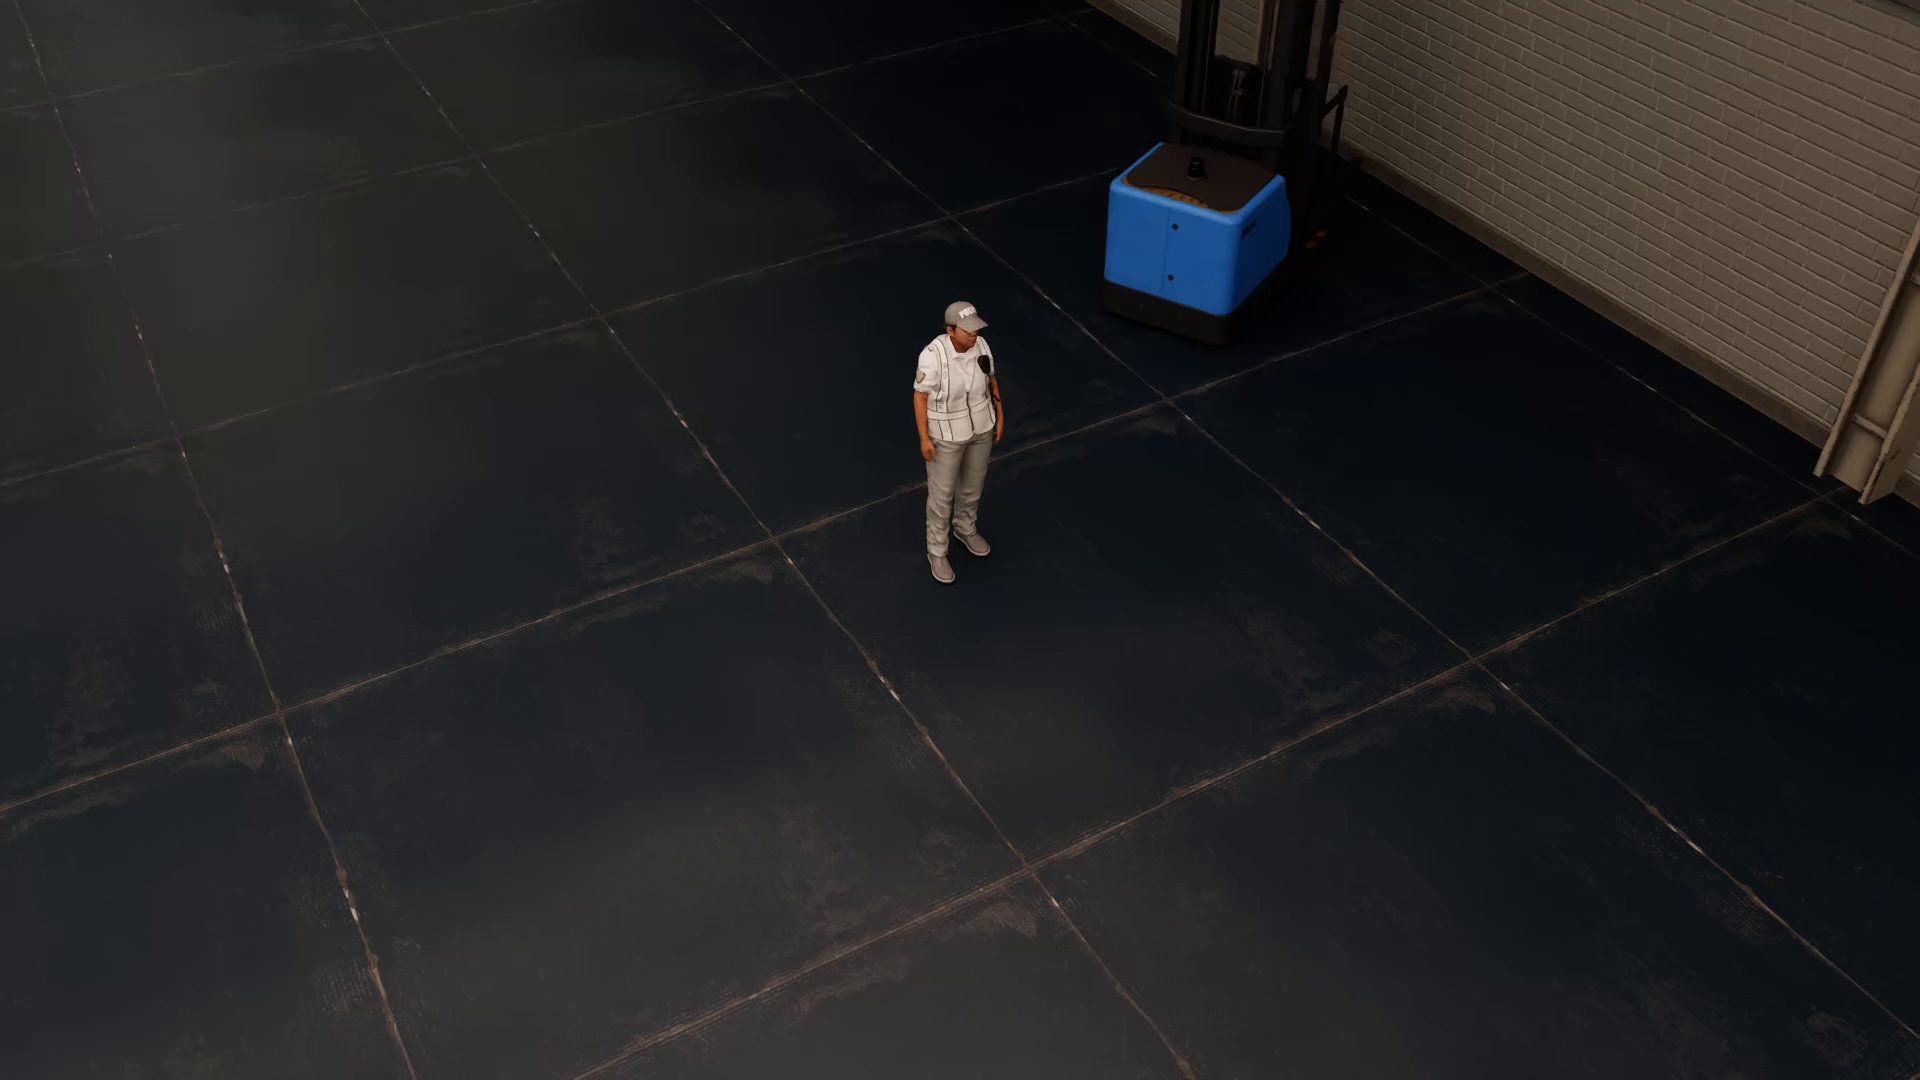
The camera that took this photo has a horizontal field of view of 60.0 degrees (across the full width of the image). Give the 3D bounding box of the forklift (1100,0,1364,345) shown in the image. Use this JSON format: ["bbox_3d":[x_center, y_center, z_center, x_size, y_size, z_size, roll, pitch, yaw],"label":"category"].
[{"bbox_3d":[2.259,-3.435,12.178,1.130,2.935,3.031,22,45,25],"label":"forklift"}]

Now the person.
[{"bbox_3d":[0.019,-0.598,9.735,0.598,1.670,0.529,-20,44,-23],"label":"person"}]
